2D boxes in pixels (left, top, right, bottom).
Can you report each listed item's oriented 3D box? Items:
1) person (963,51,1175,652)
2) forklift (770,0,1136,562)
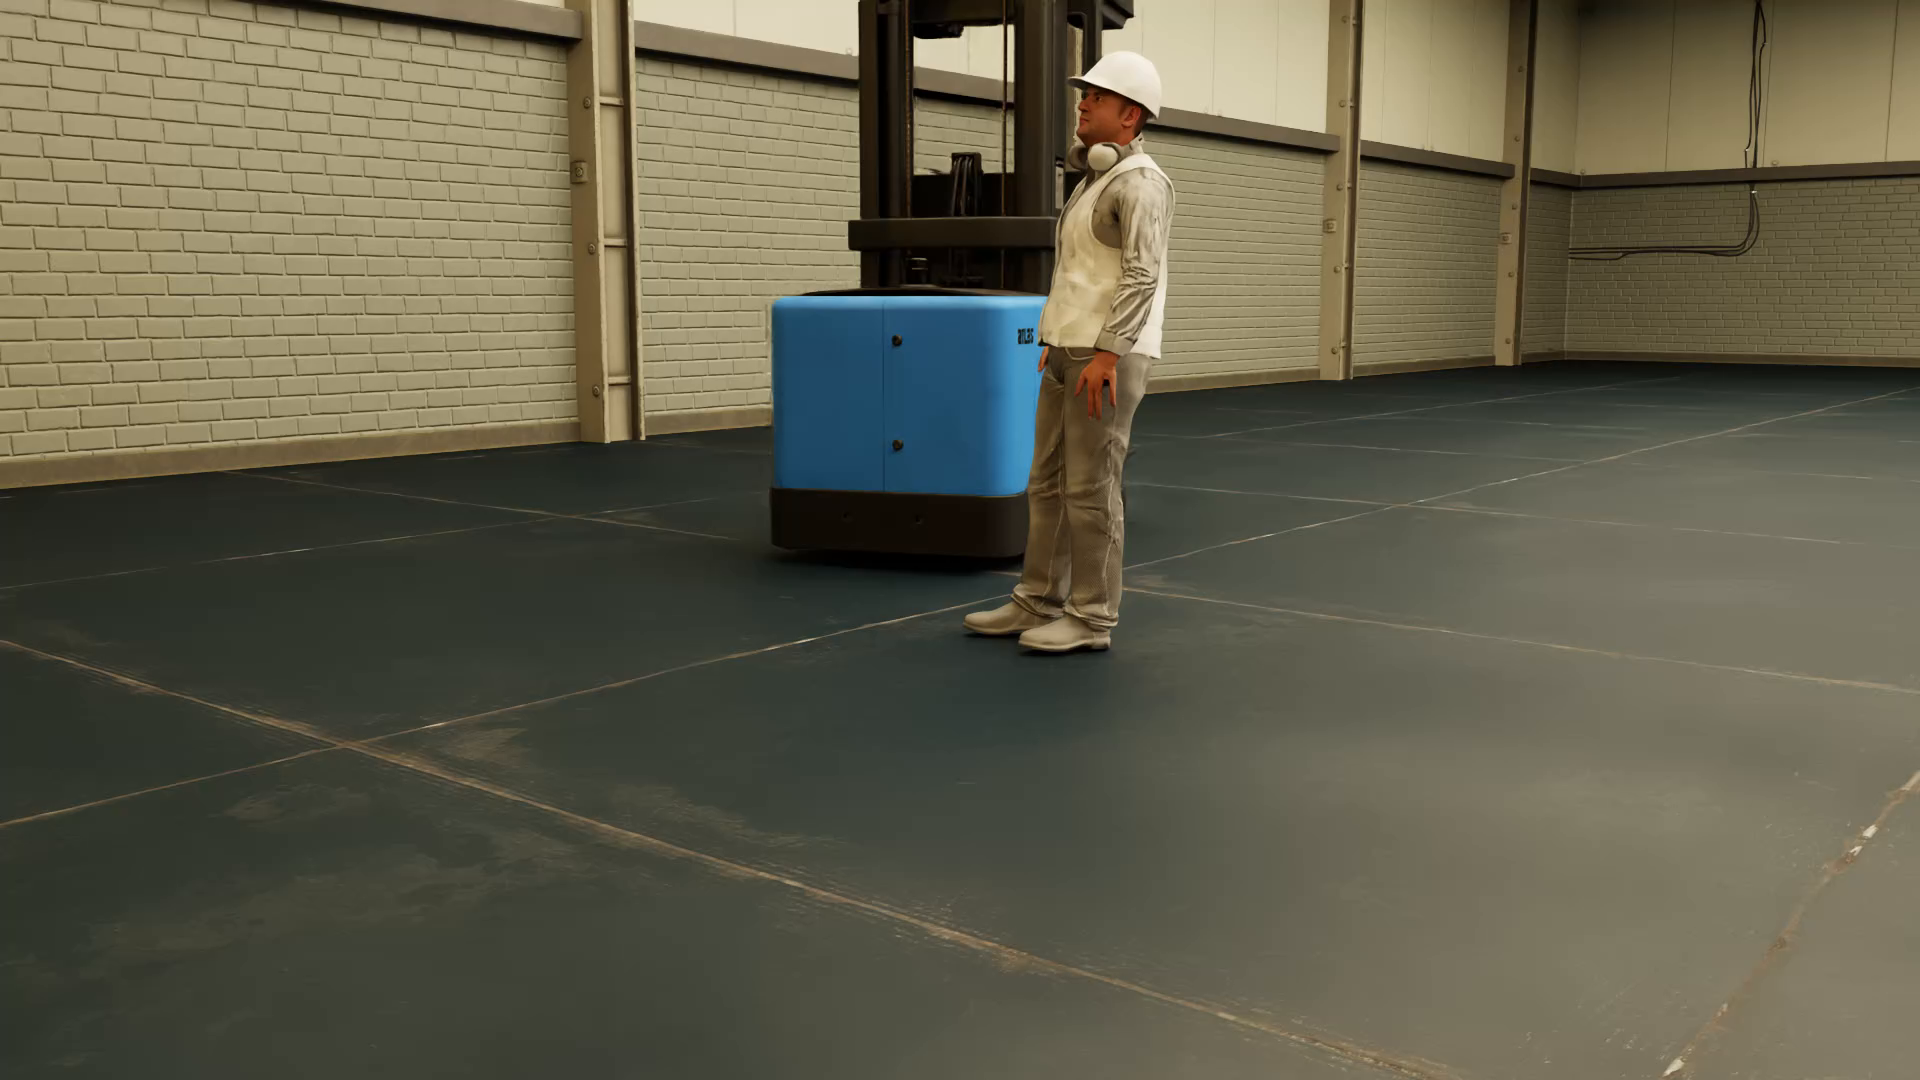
[{"bbox_3d":[0.335,-0.551,4.995,0.570,1.773,0.630,-1,8,-10],"label":"person"},{"bbox_3d":[0.177,-1.537,7.788,1.130,2.935,3.031,3,9,18],"label":"forklift"}]
